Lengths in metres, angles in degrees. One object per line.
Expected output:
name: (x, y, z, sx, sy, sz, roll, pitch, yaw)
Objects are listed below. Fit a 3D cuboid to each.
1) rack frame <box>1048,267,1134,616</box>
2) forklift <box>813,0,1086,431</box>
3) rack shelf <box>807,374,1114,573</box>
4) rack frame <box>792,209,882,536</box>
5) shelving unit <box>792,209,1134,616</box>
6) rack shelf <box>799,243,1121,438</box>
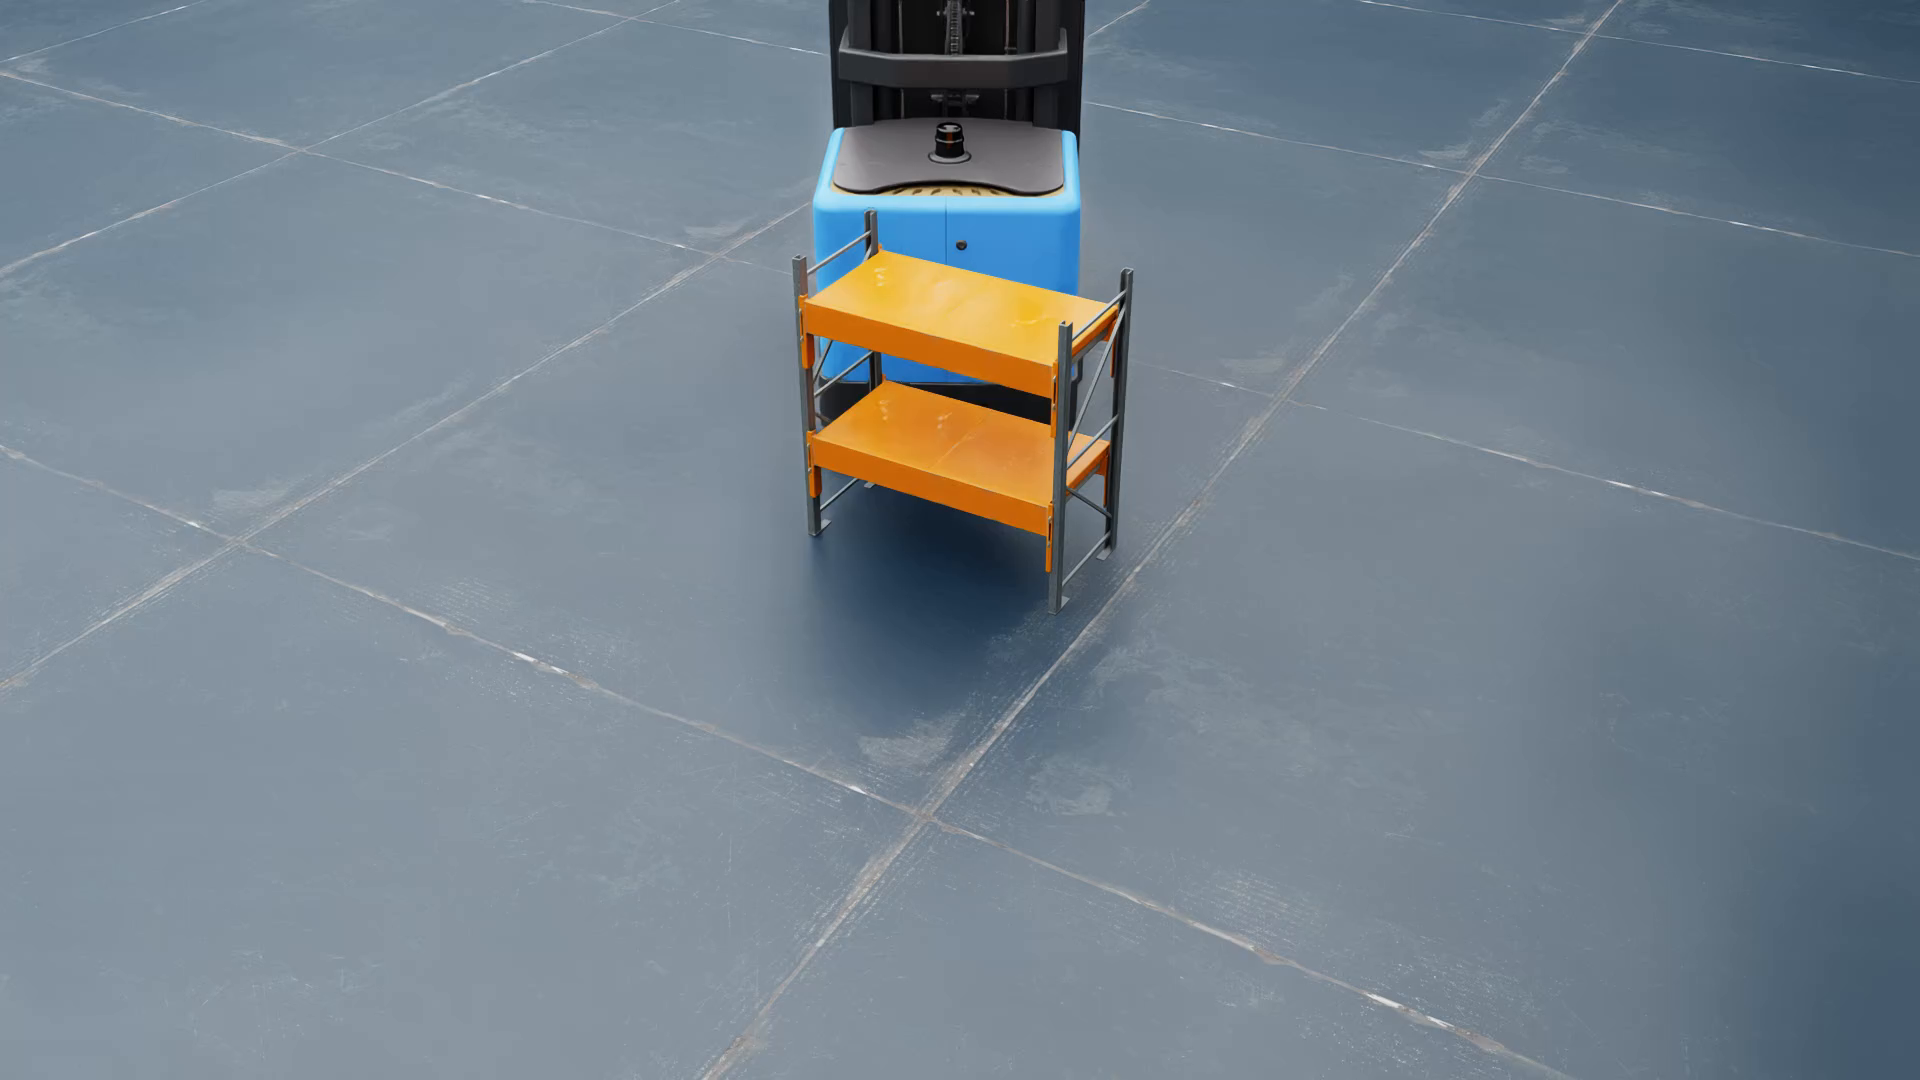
rack frame: (0.447, -0.327, 5.725, 0.032, 1.125, 0.500, 18, 37, 24)
forklift: (-0.006, -2.419, 7.239, 1.130, 2.935, 3.031, 1, 34, 1)
rack shelf: (0.006, -0.263, 6.071, 1.000, 0.278, 0.538, 18, 37, 24)
rack frame: (-0.435, -0.606, 6.145, 0.032, 1.125, 0.500, 18, 37, 24)
shelving unit: (0.006, -0.466, 5.935, 1.048, 1.125, 0.538, 18, 37, 24)
rack shelf: (0.006, -0.710, 5.773, 1.000, 0.278, 0.538, 18, 37, 24)
